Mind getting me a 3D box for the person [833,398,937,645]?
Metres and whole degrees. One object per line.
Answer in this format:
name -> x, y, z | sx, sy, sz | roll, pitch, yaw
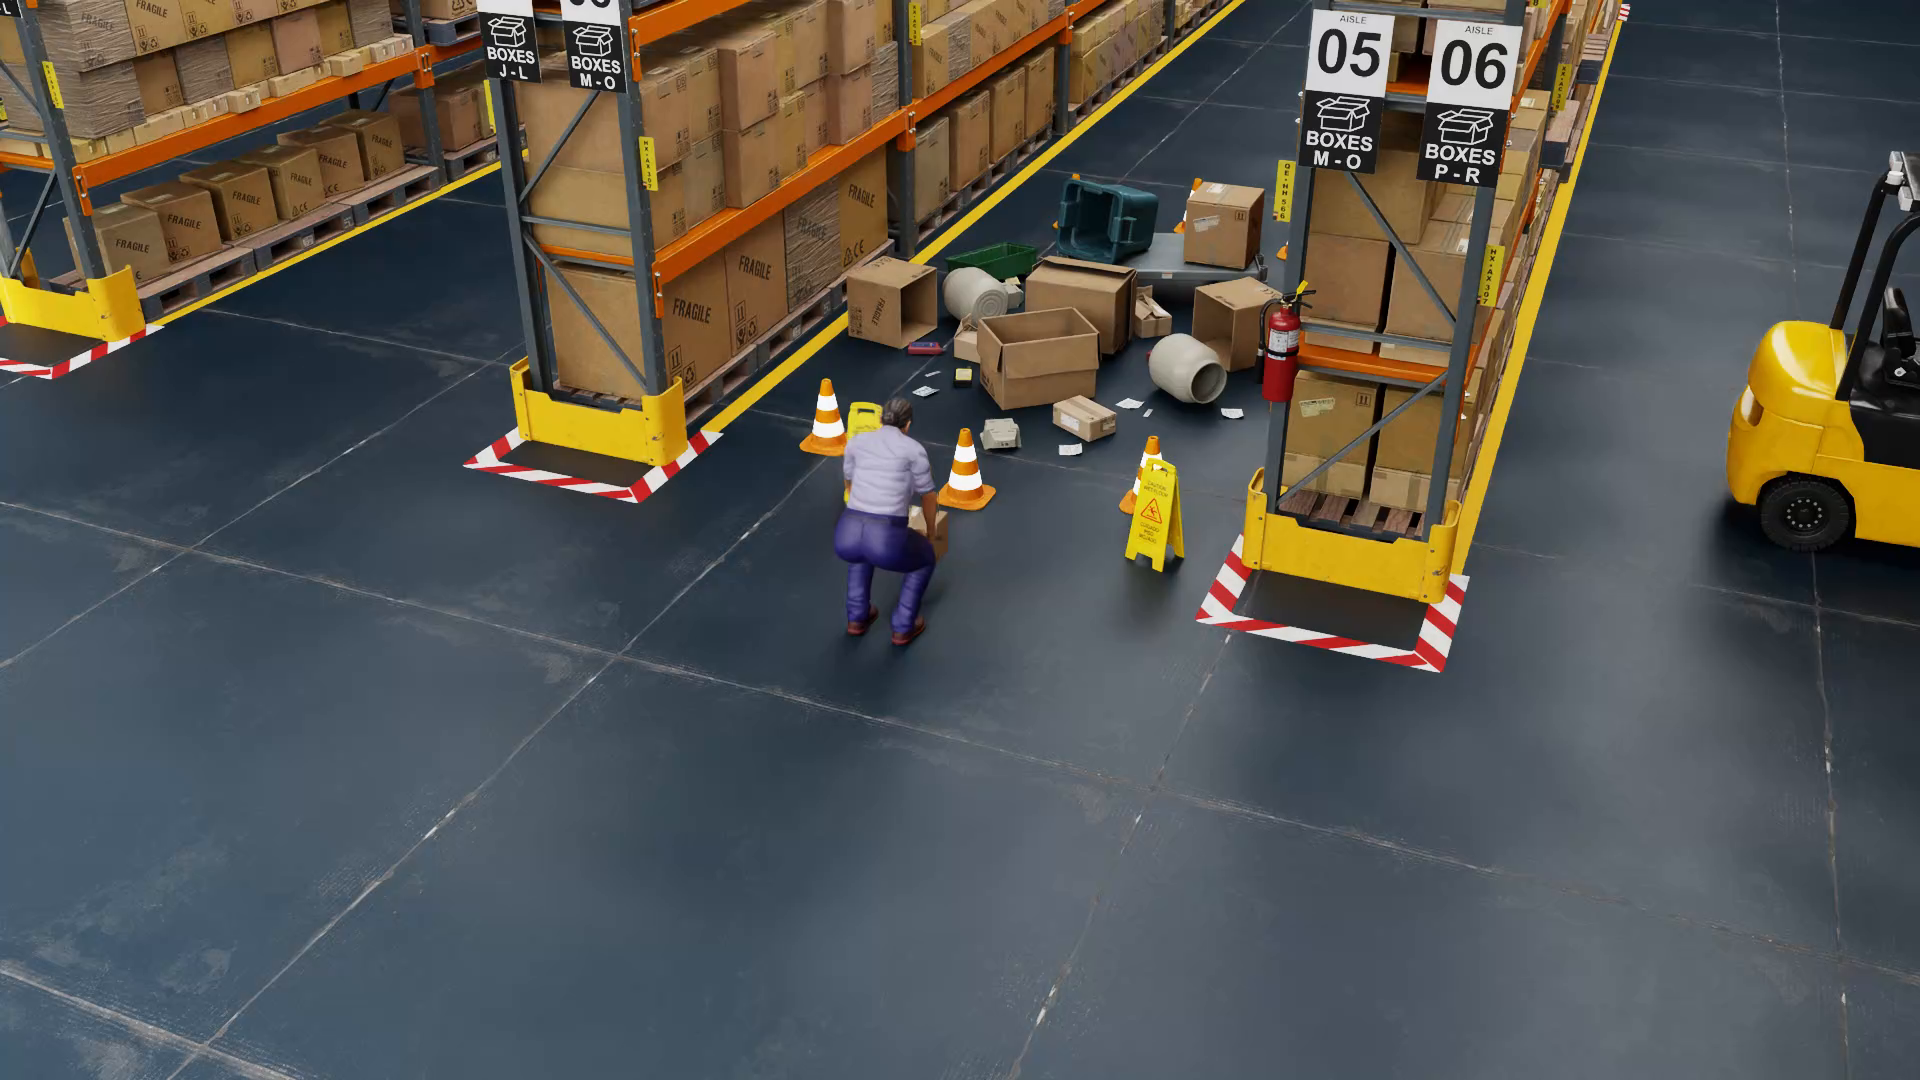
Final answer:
person -> -0.425, -0.083, 8.951 | 0.539, 1.258, 0.715 | 11, 32, 19
